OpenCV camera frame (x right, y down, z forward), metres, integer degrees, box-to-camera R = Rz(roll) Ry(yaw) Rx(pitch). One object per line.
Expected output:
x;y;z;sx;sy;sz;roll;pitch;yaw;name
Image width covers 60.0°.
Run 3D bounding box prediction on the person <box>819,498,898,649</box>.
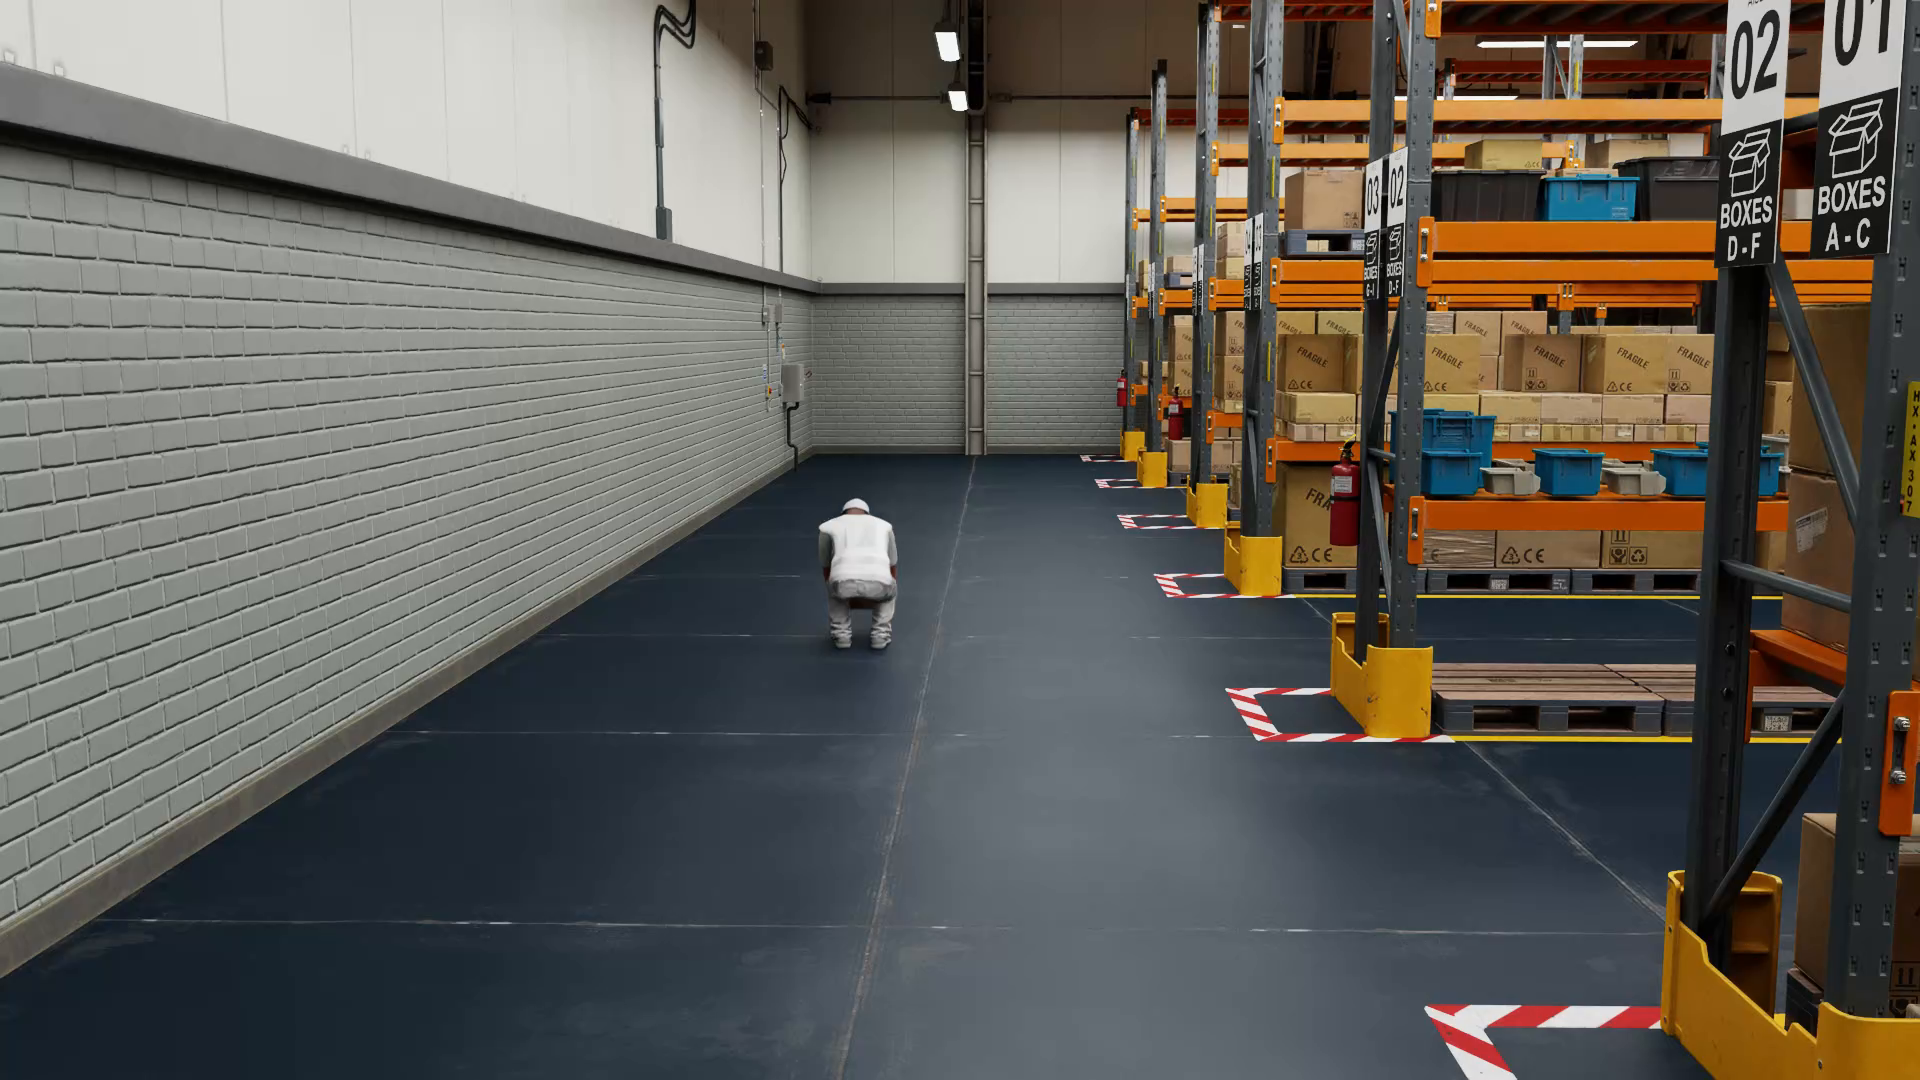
-0.734;0.237;11.920;0.575;1.013;0.911;0;7;1;person
